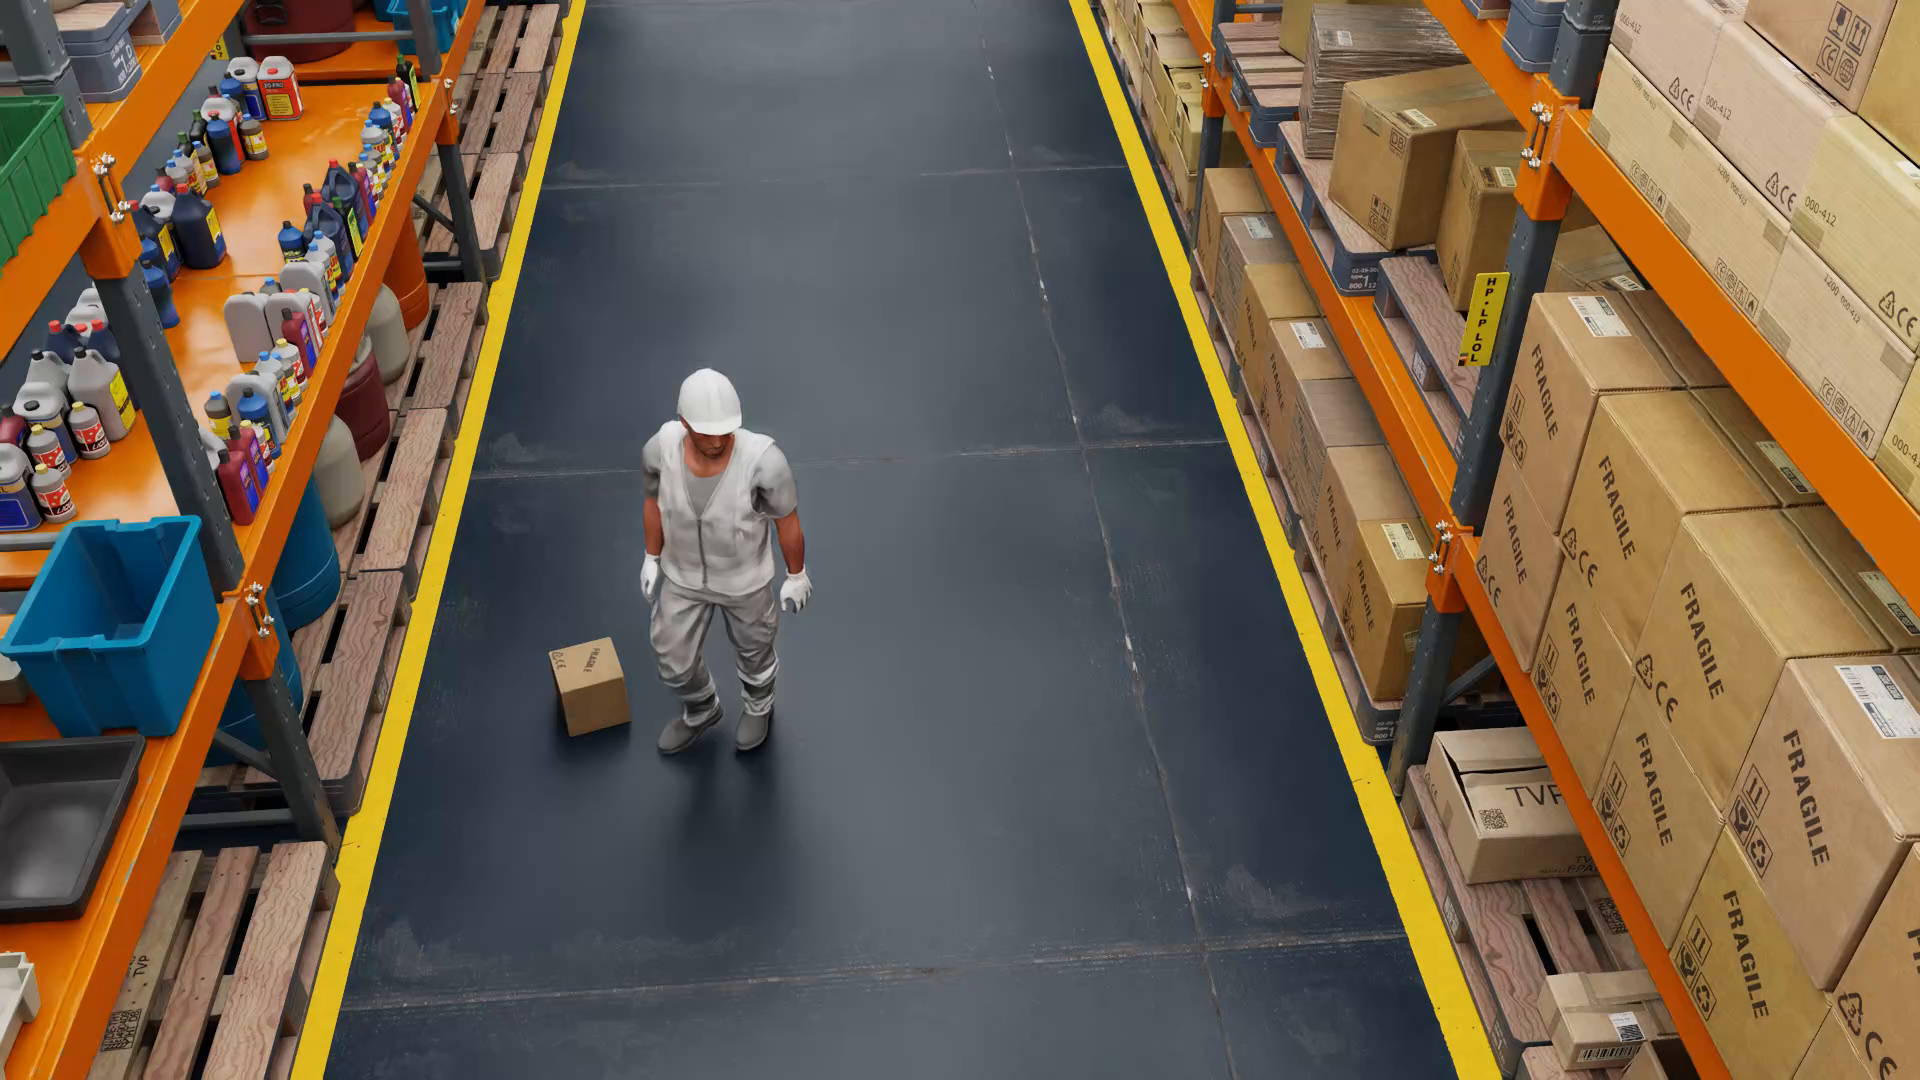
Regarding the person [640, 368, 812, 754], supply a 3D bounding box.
[{"bbox_3d":[-0.856,0.108,5.983,0.647,1.784,0.474,6,39,7],"label":"person"}]
